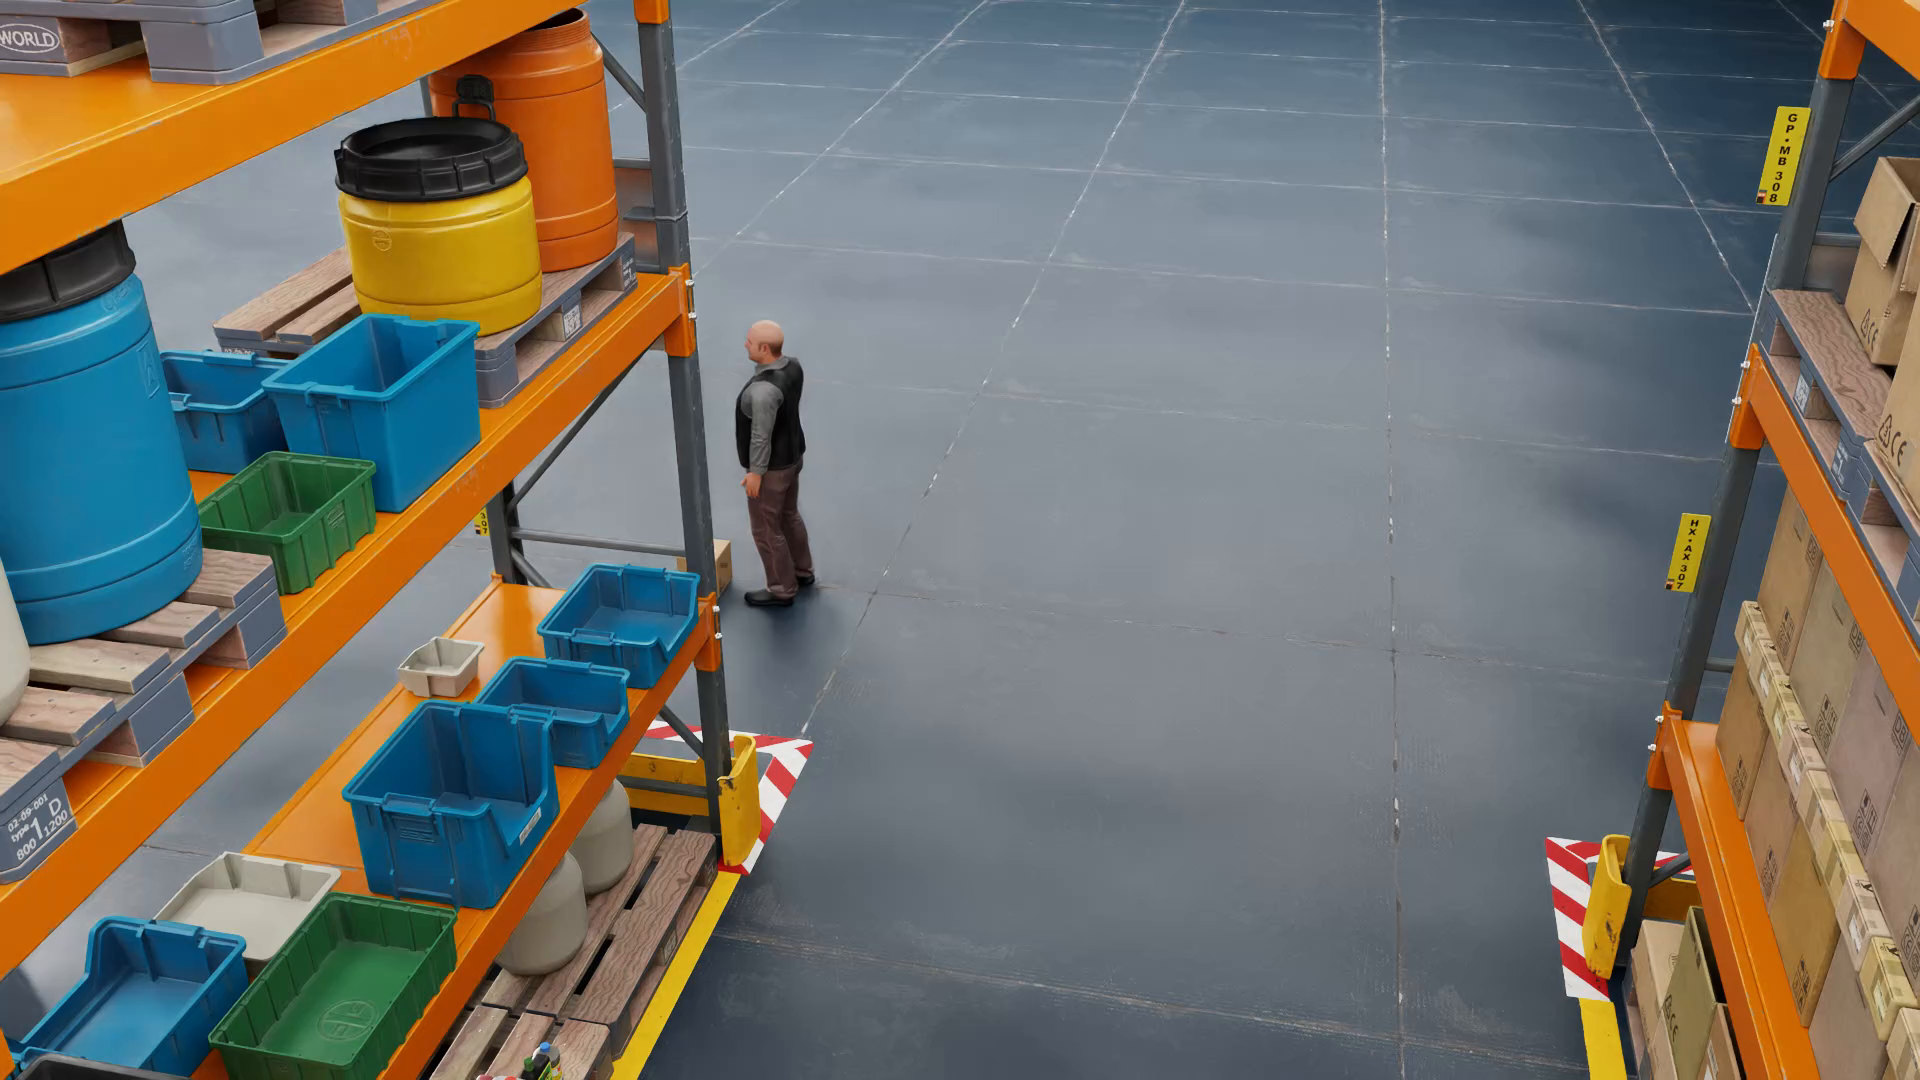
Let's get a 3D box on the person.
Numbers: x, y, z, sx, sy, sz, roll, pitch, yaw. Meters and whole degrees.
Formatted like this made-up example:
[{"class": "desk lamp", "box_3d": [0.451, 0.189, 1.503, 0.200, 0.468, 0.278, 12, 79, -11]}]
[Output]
[{"class": "person", "box_3d": [-1.069, -0.413, 9.457, 0.357, 1.770, 0.533, 6, 29, 12]}]
